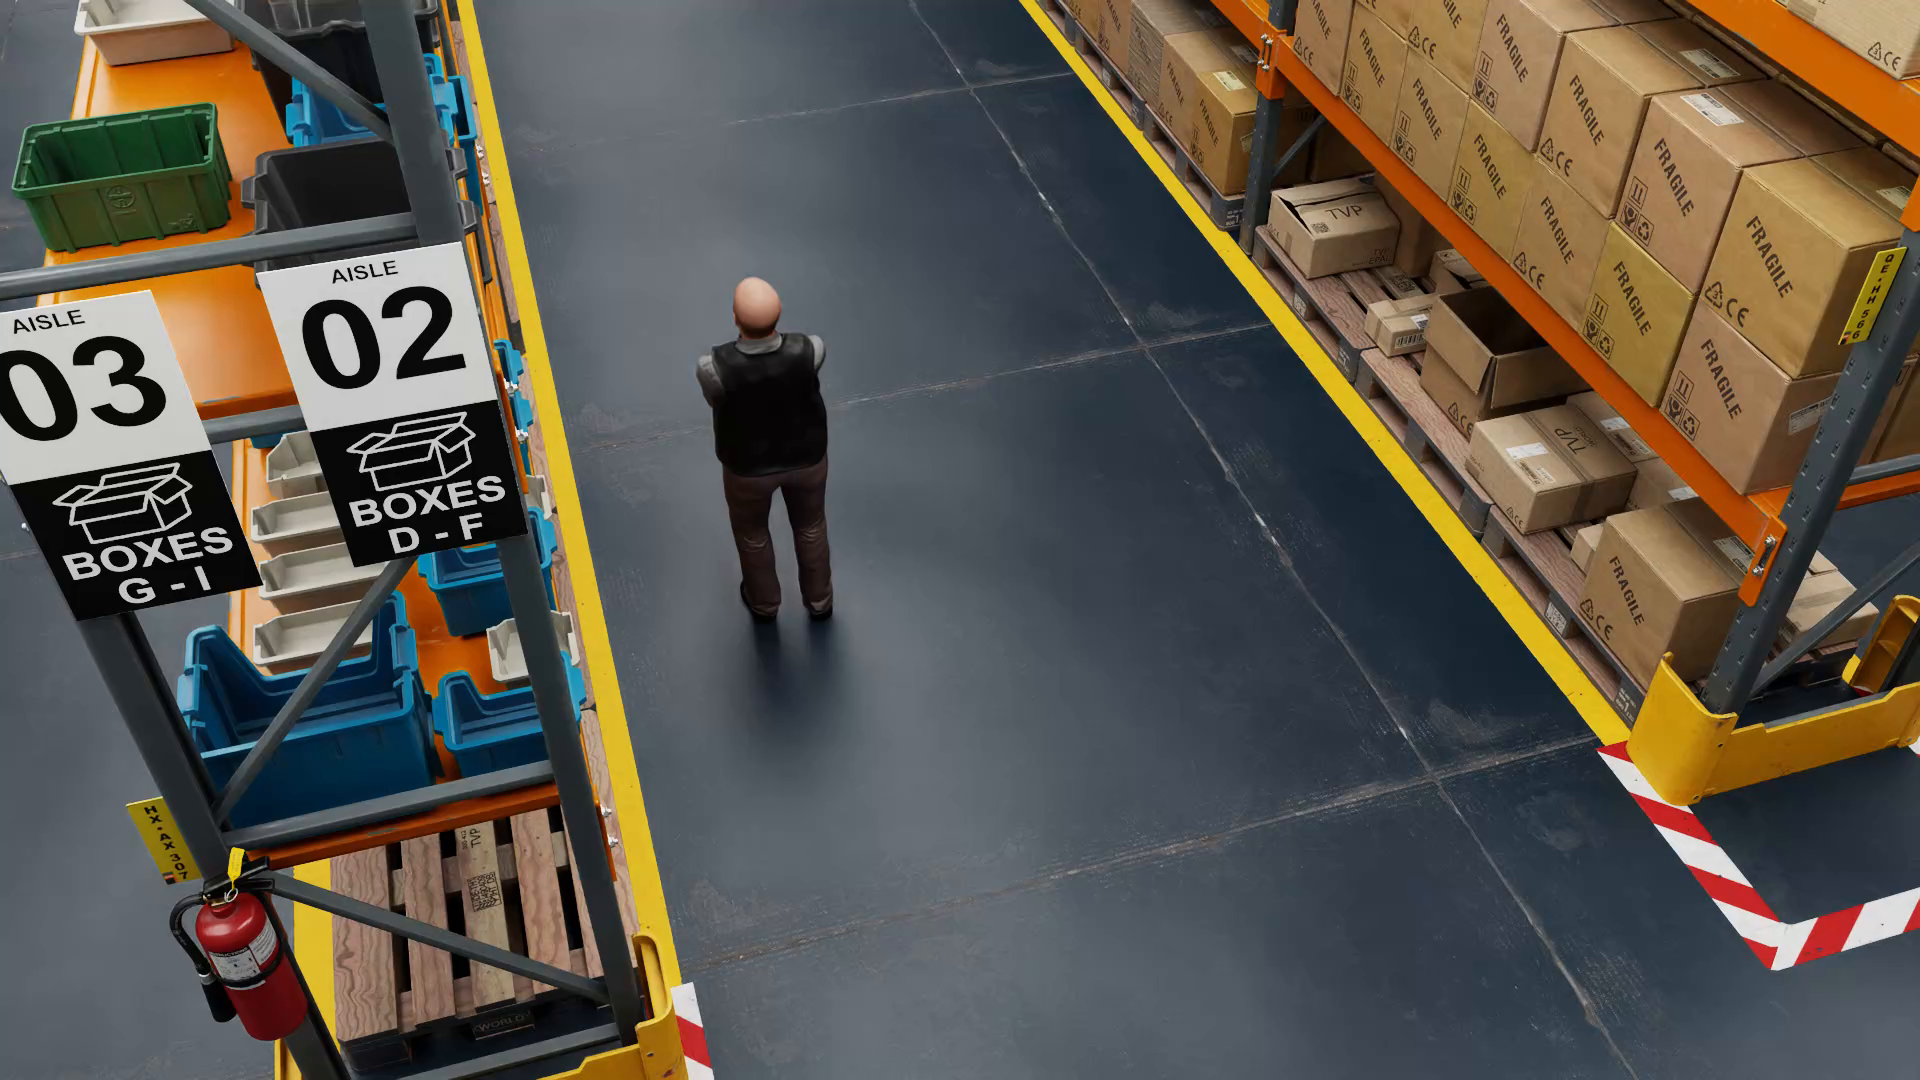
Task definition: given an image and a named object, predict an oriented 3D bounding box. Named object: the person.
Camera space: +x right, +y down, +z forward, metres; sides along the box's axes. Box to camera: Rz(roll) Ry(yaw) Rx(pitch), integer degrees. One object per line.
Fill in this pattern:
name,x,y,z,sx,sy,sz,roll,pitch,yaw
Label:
person,-0.775,-0.380,6.608,0.494,1.711,0.551,-12,43,-13
